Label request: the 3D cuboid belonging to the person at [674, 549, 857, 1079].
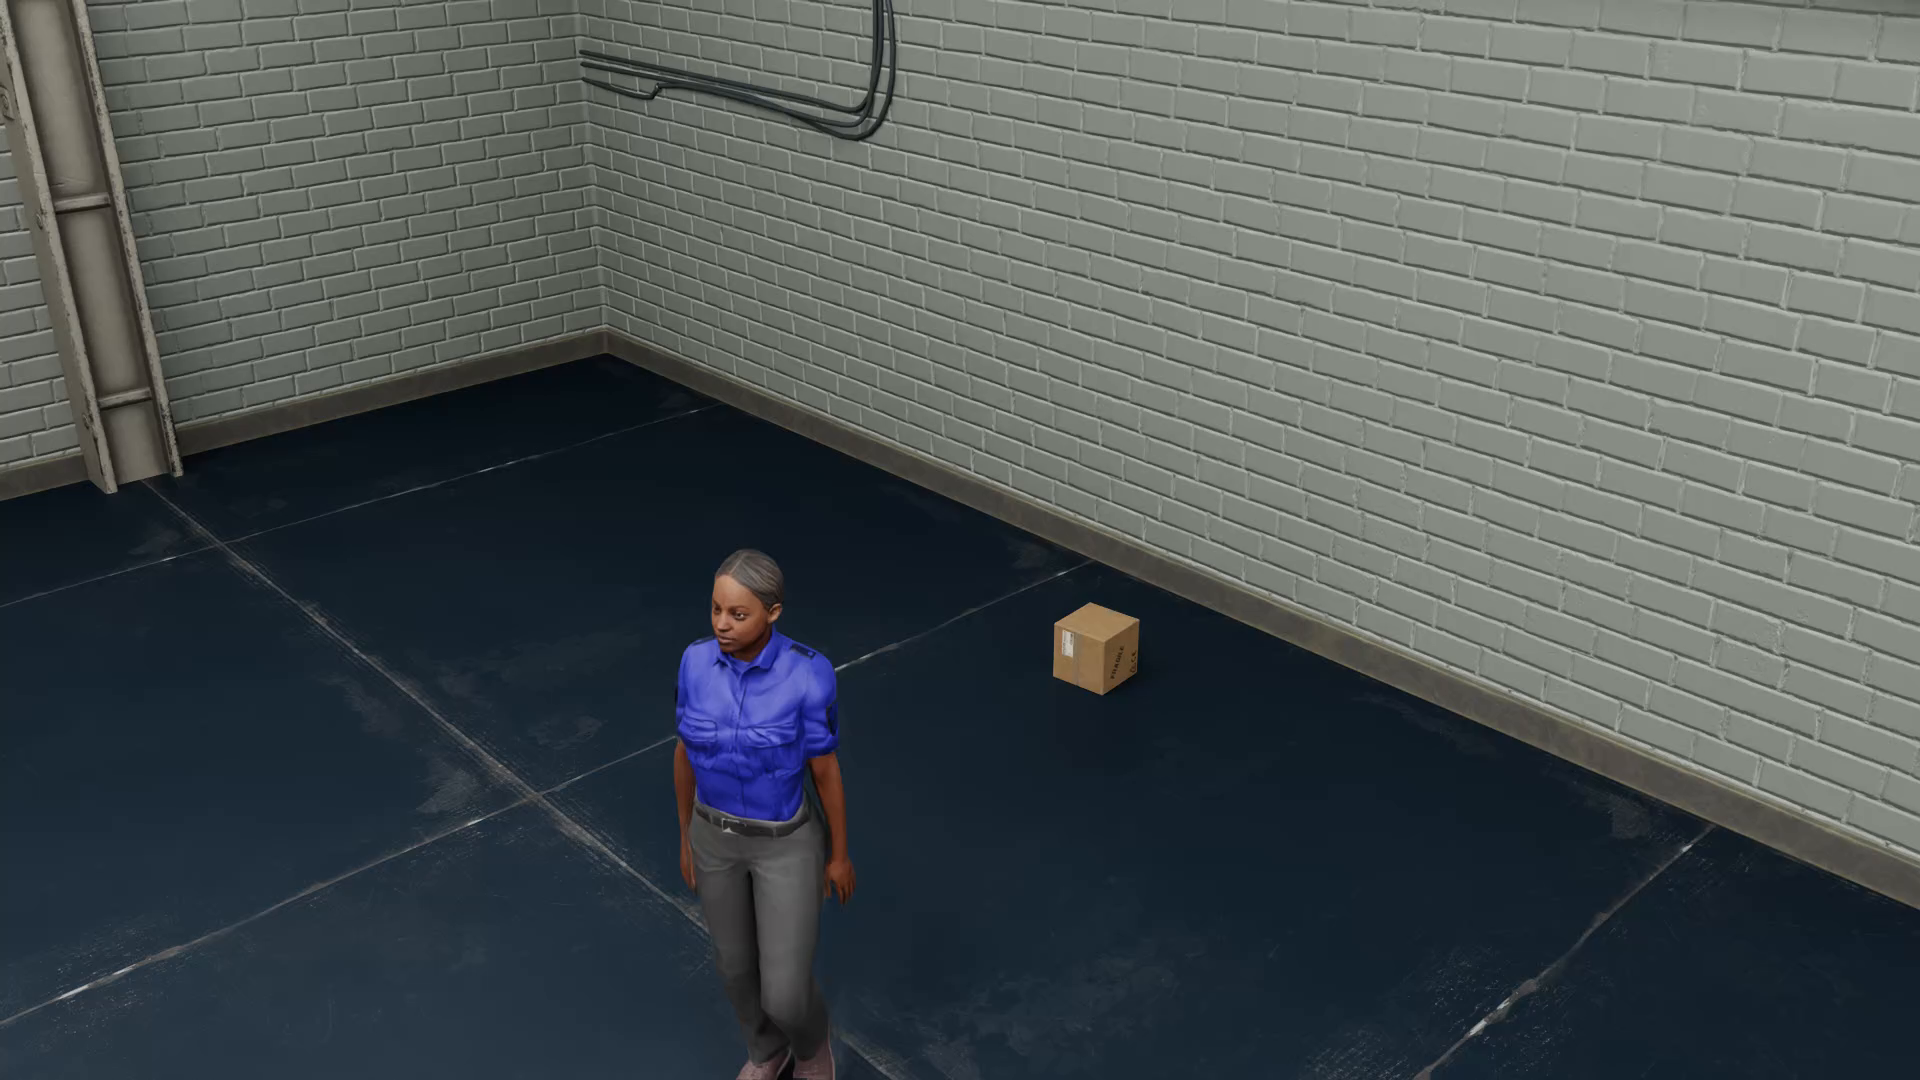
[{"bbox_3d":[-0.532,0.820,4.264,0.481,1.673,0.417,8,26,17],"label":"person"}]
